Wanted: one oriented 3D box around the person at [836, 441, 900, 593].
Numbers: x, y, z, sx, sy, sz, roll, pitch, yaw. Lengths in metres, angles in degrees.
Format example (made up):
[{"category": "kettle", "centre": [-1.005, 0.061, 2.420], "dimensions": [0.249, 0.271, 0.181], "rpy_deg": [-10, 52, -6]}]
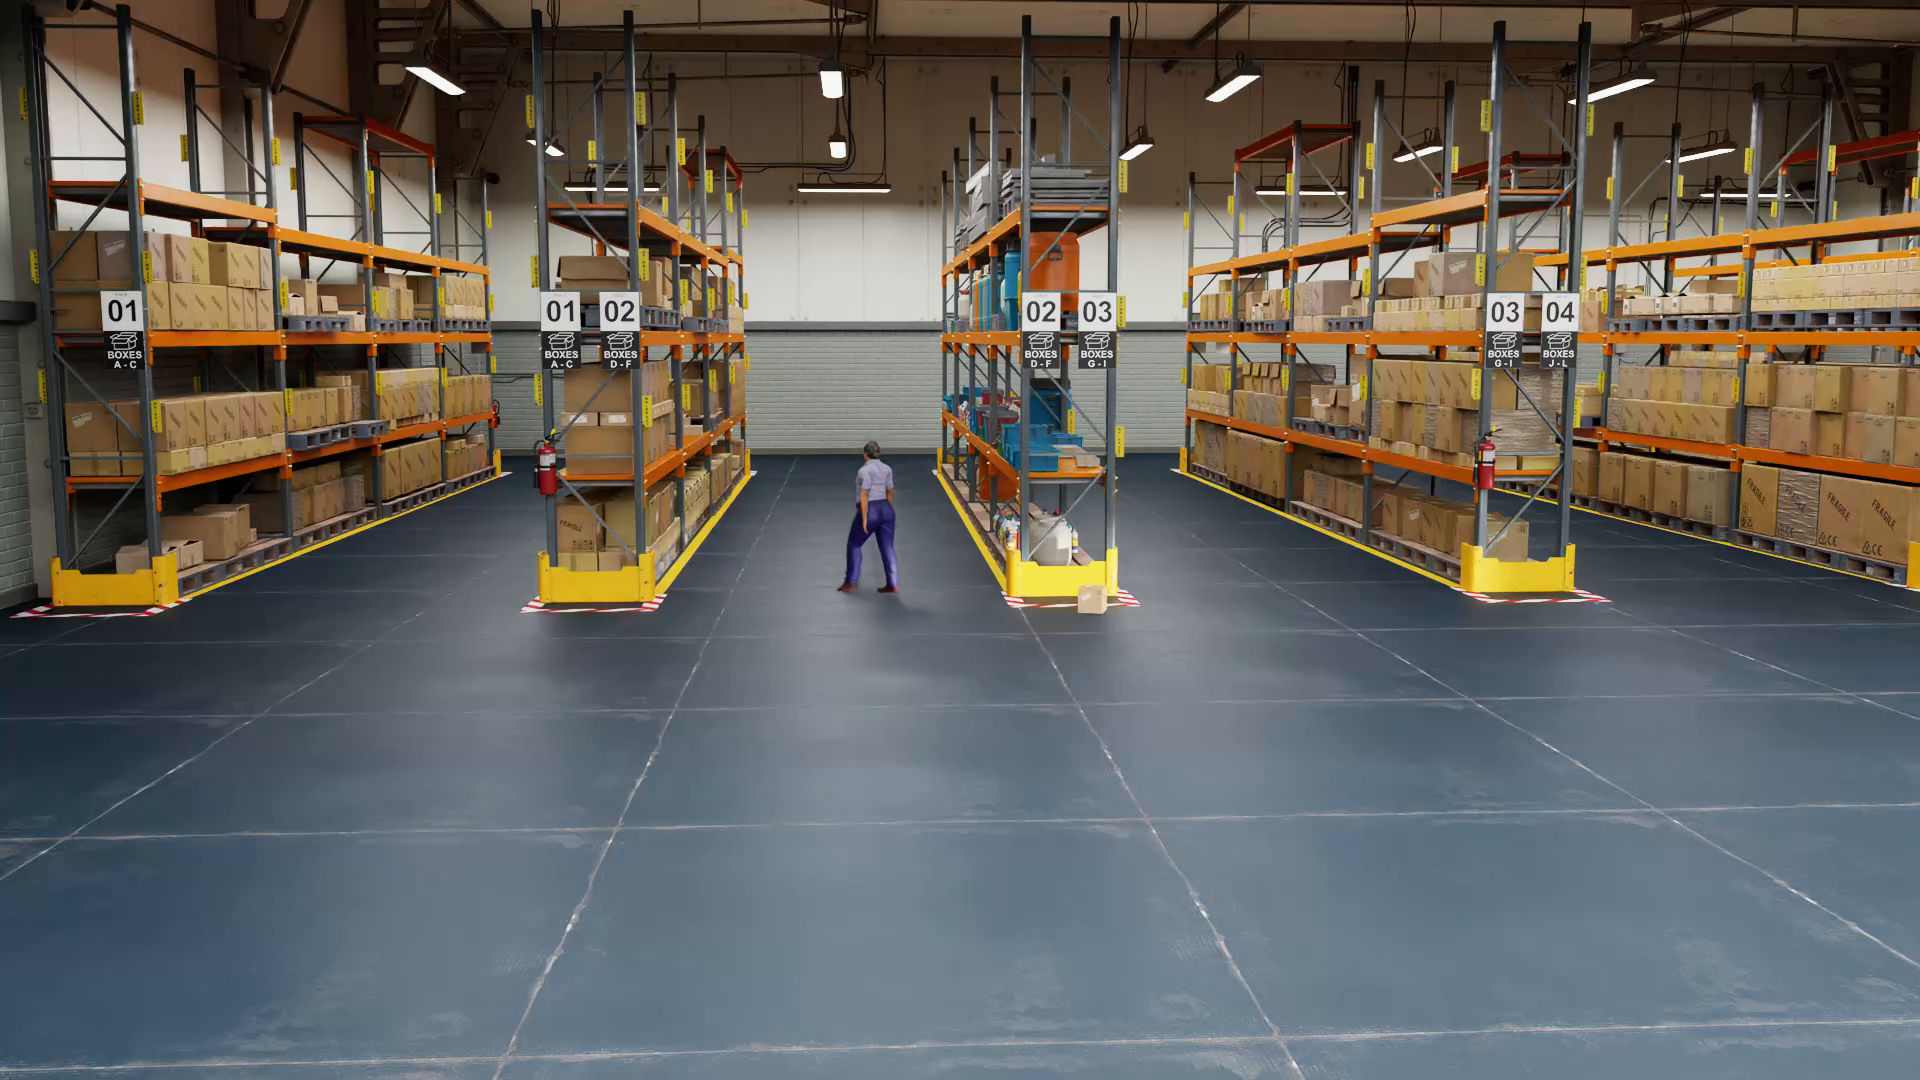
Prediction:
[{"category": "person", "centre": [-0.947, -0.231, 17.764], "dimensions": [0.518, 1.666, 0.807], "rpy_deg": [-6, 9, -40]}]
